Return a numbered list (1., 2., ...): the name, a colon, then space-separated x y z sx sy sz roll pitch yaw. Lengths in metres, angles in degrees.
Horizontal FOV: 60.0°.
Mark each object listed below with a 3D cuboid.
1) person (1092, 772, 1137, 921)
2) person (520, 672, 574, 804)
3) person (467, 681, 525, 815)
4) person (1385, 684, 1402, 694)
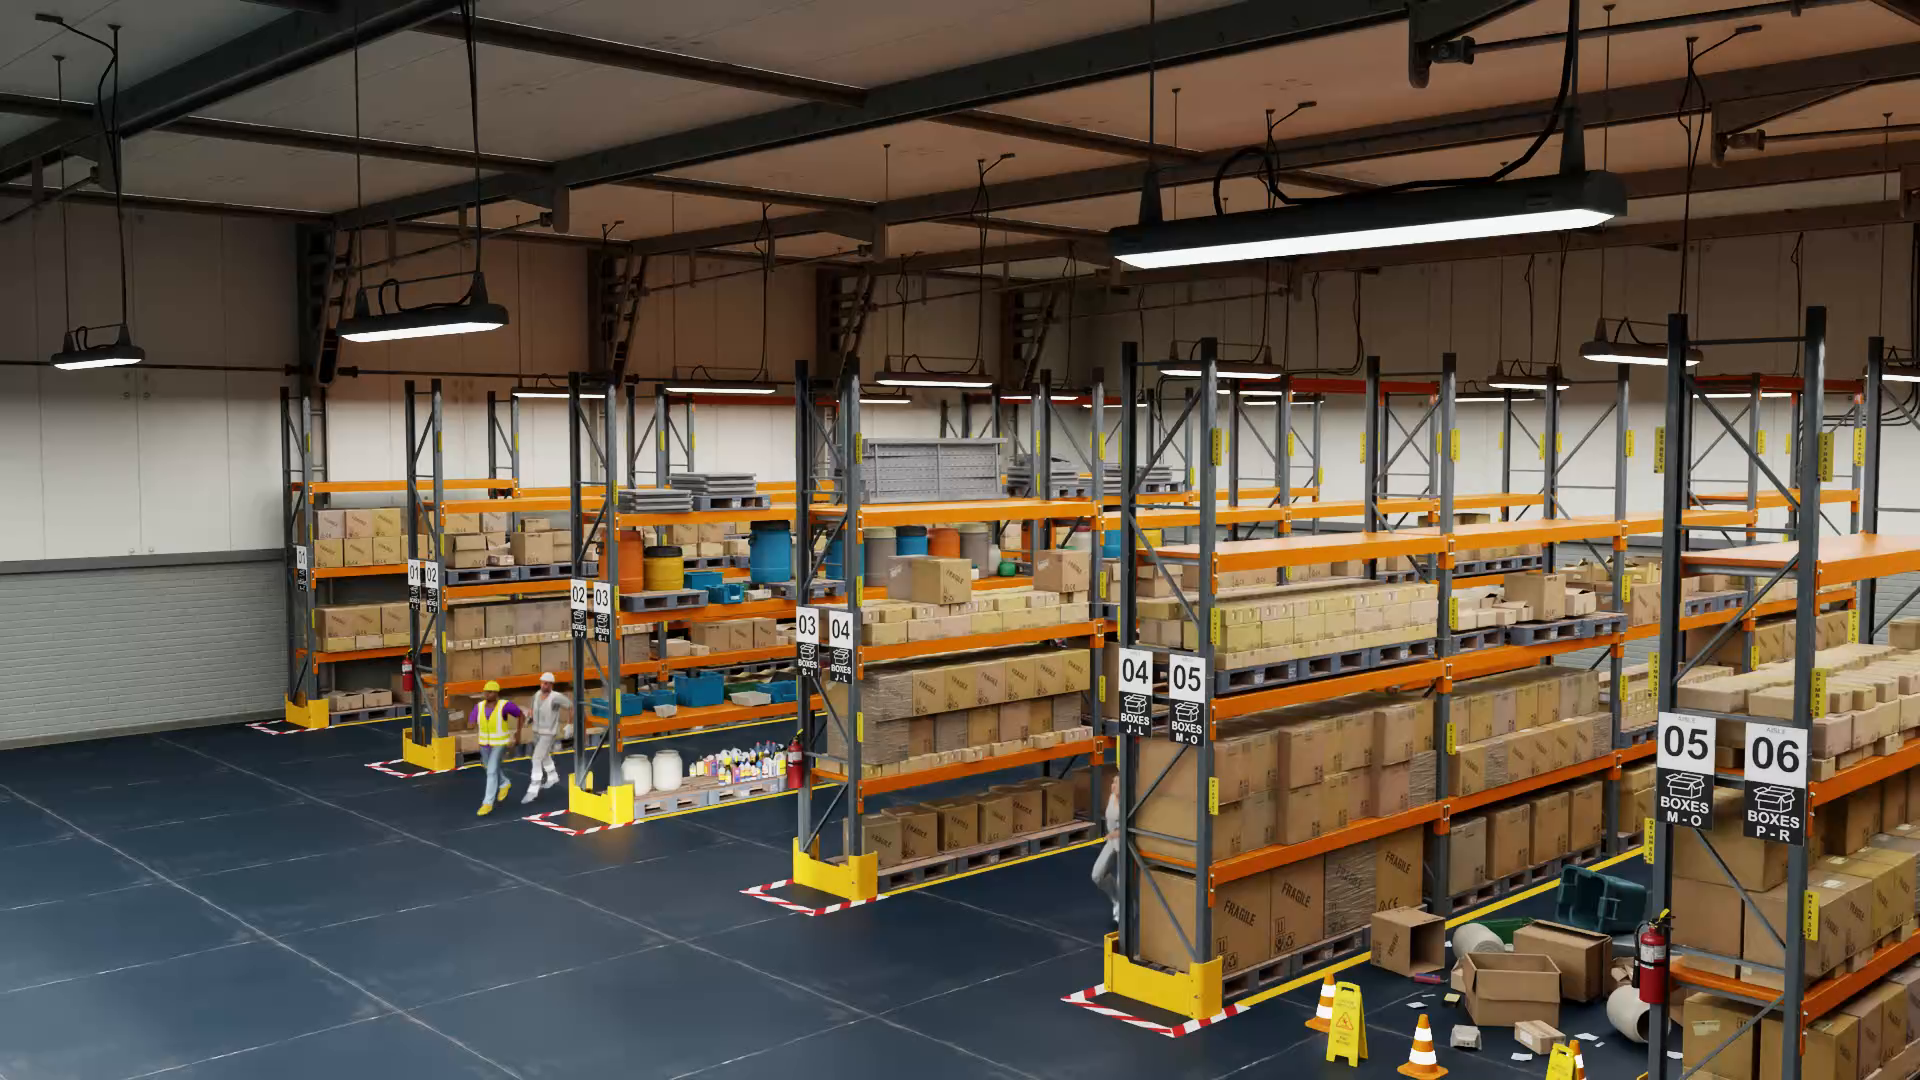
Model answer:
1. person: 1.678 3.228 17.435 0.565 1.628 0.600 3 5 44
2. person: -5.841 2.769 23.529 0.720 1.812 0.862 2 4 32
3. person: -6.378 2.797 22.766 0.710 1.756 0.978 1 4 14
4. person: 6.221 2.806 23.958 0.550 1.654 0.555 -3 5 -38
